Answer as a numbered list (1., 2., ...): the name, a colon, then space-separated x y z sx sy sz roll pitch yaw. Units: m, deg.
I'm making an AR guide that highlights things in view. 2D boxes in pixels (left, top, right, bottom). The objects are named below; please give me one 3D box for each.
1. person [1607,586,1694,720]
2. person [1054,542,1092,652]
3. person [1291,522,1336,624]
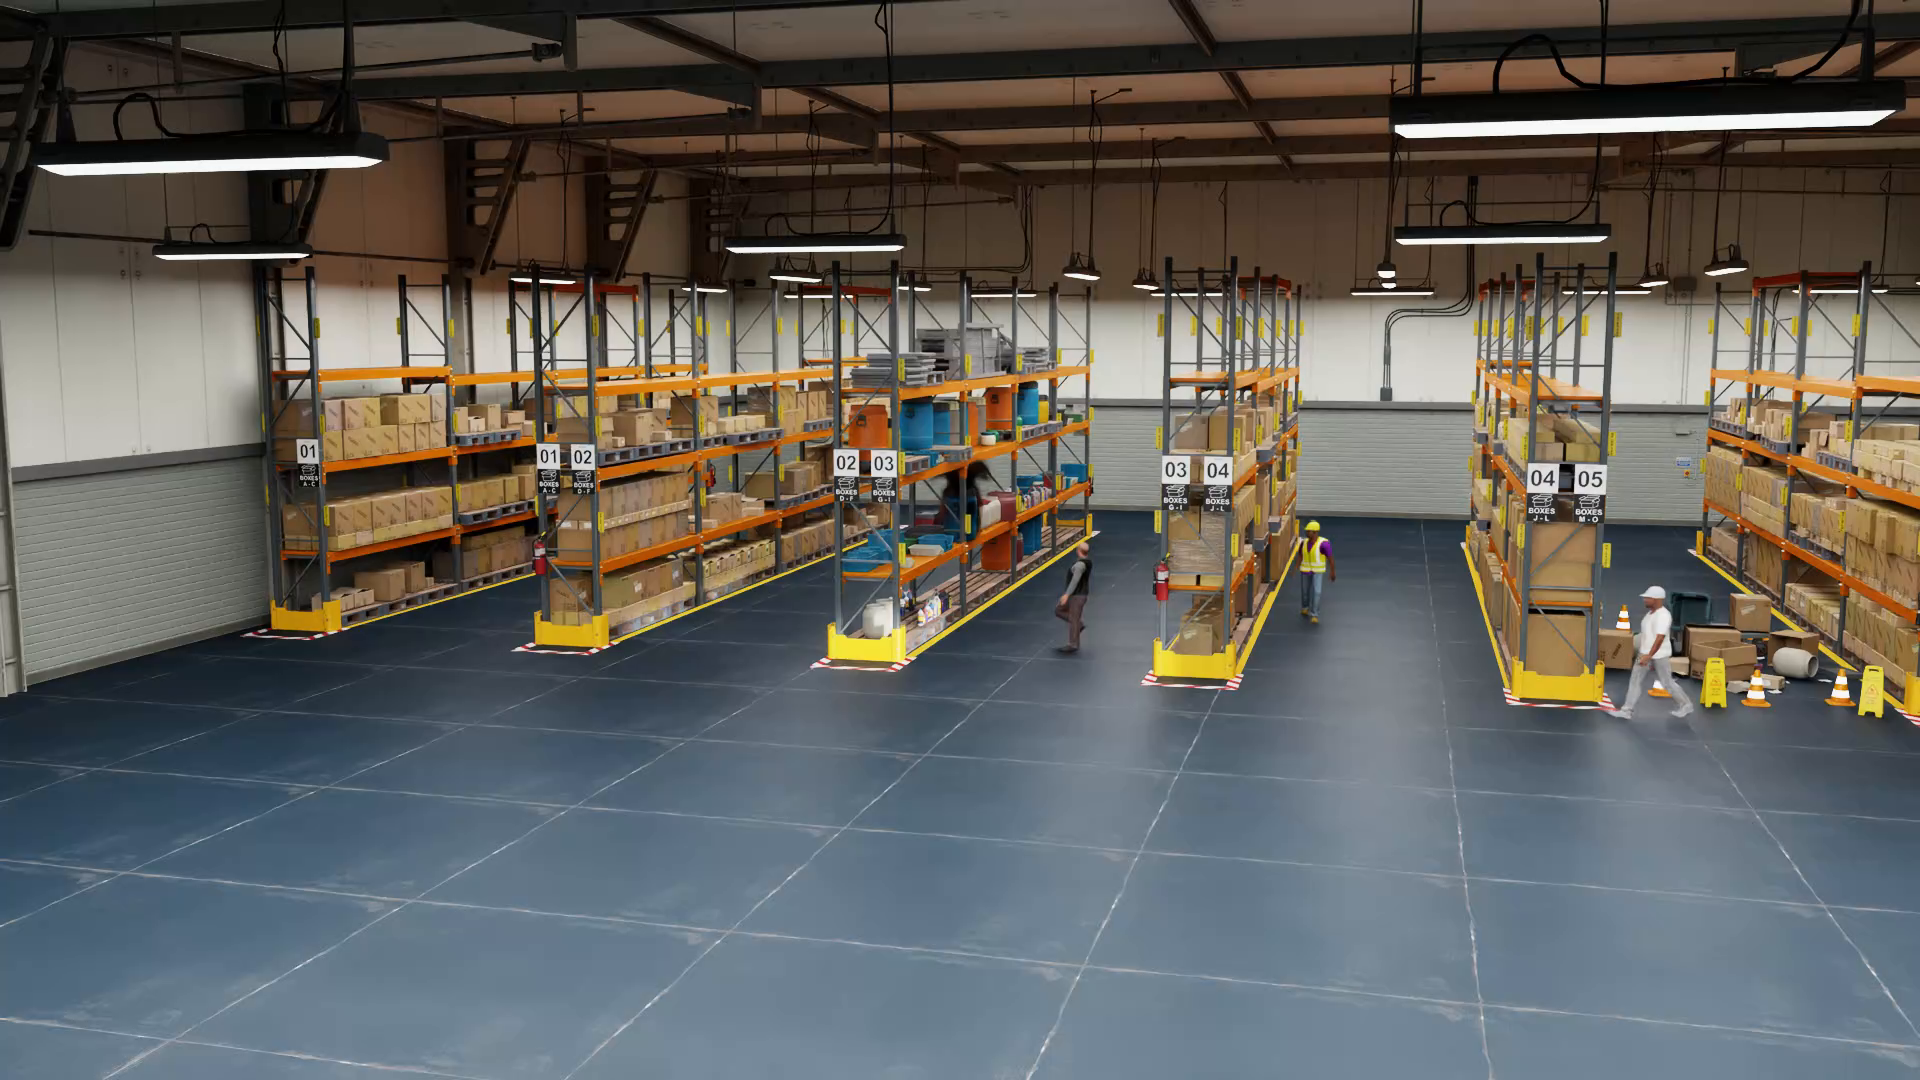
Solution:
1. person: 8.877 1.458 21.244 1.039 1.734 0.531 -1 7 -9
2. person: 1.761 0.887 25.842 0.582 1.712 0.563 0 7 2
3. person: 6.065 0.542 28.523 0.754 1.720 1.066 2 7 14
